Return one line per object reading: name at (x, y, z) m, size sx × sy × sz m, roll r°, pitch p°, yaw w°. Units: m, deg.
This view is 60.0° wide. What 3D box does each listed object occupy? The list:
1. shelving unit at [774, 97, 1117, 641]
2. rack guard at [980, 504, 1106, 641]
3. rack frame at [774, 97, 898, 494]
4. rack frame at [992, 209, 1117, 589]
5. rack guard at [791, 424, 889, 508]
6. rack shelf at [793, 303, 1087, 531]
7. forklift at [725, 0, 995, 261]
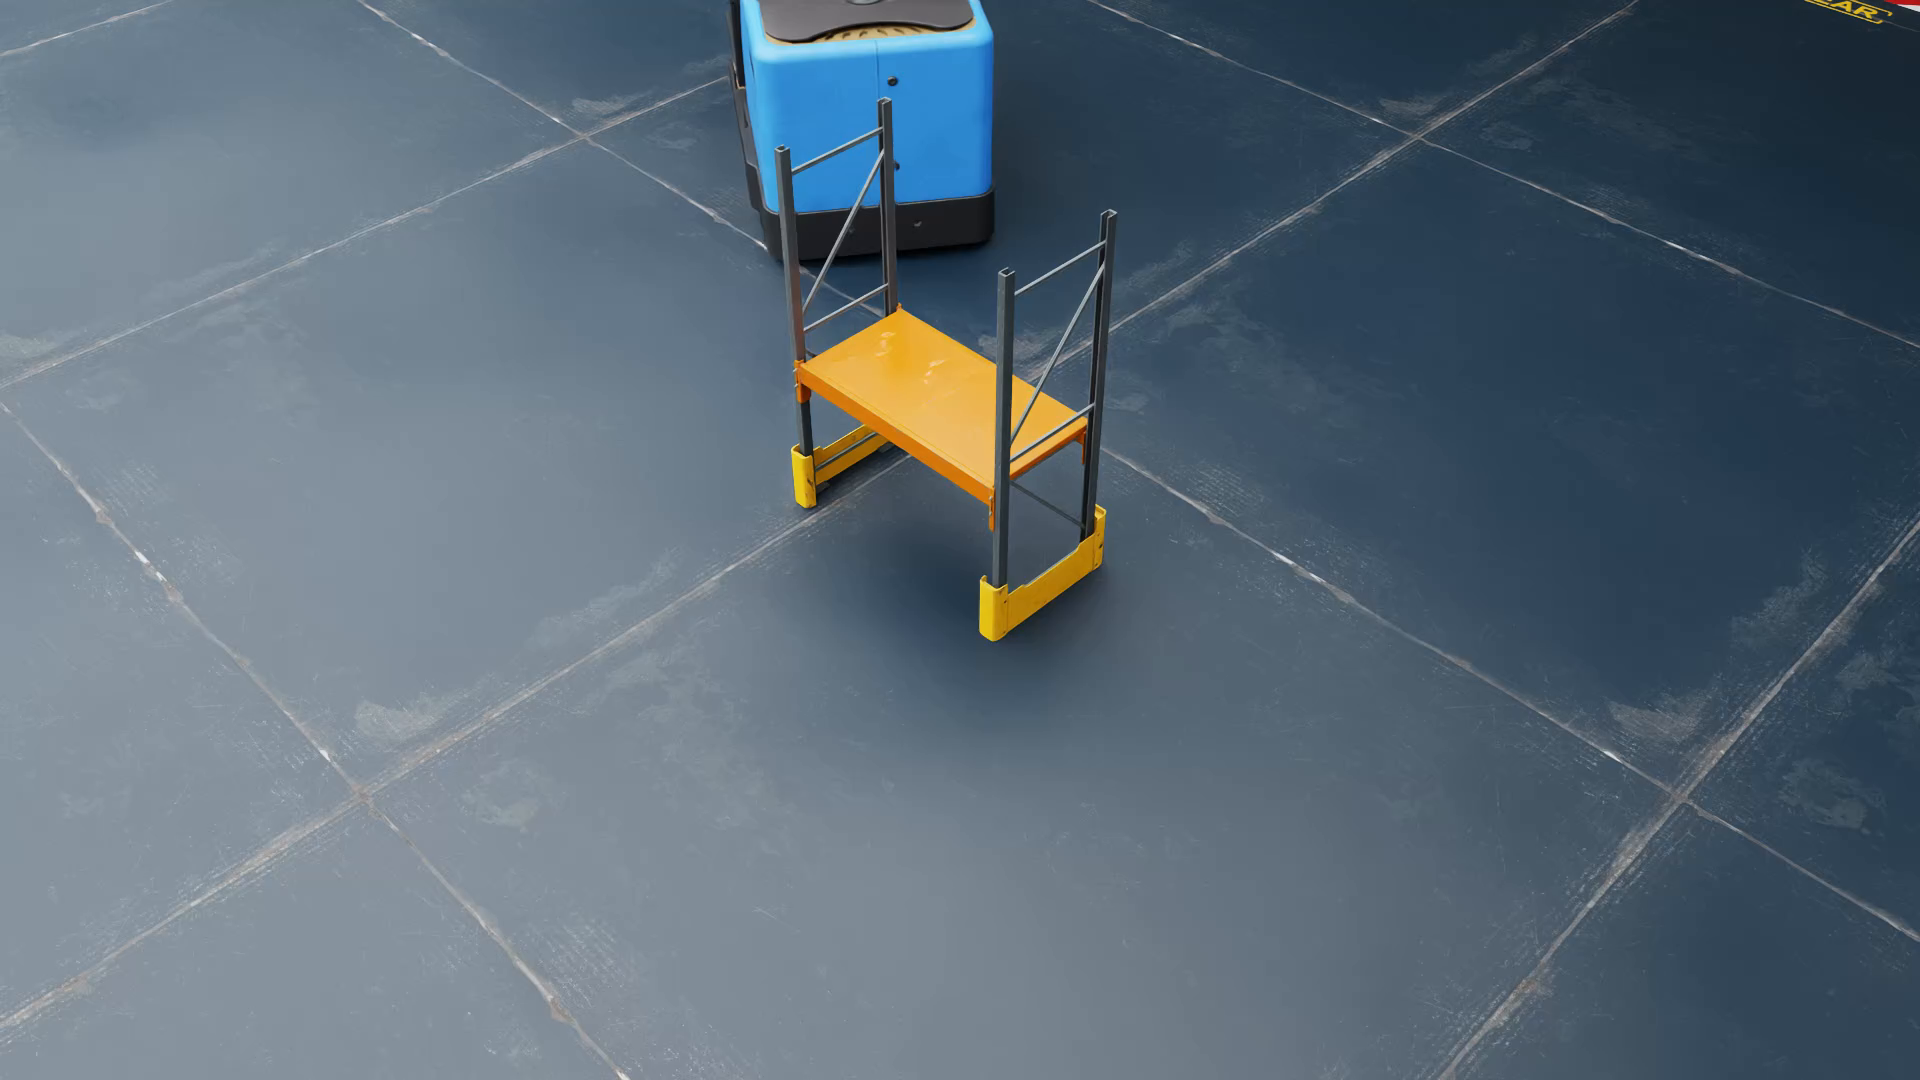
shelving unit at (-0.054, -0.587, 5.781) m, size 0.587 × 1.500 × 1.083 m, roll -34°, pitch 53°, yaw -31°
rack guard at (0.298, 0.111, 5.946) m, size 0.587 × 0.250 × 0.087 m, roll -34°, pitch 53°, yaw -31°
rack frame at (-0.419, -0.836, 6.050) m, size 0.500 × 1.500 × 0.032 m, roll -34°, pitch 53°, yaw -31°
rack frame at (0.299, -0.348, 5.521) m, size 0.500 × 1.500 × 0.032 m, roll -34°, pitch 53°, yaw -31°
rack guard at (-0.406, -0.368, 6.464) m, size 0.587 × 0.250 × 0.087 m, roll -34°, pitch 53°, yaw -31°
rack shelf at (-0.060, -0.460, 5.907) m, size 0.538 × 0.185 × 1.000 m, roll -34°, pitch 53°, yaw -31°
forklift at (-0.614, -3.344, 7.709) m, size 1.130 × 2.935 × 3.031 m, roll -7°, pitch 43°, yaw -8°
